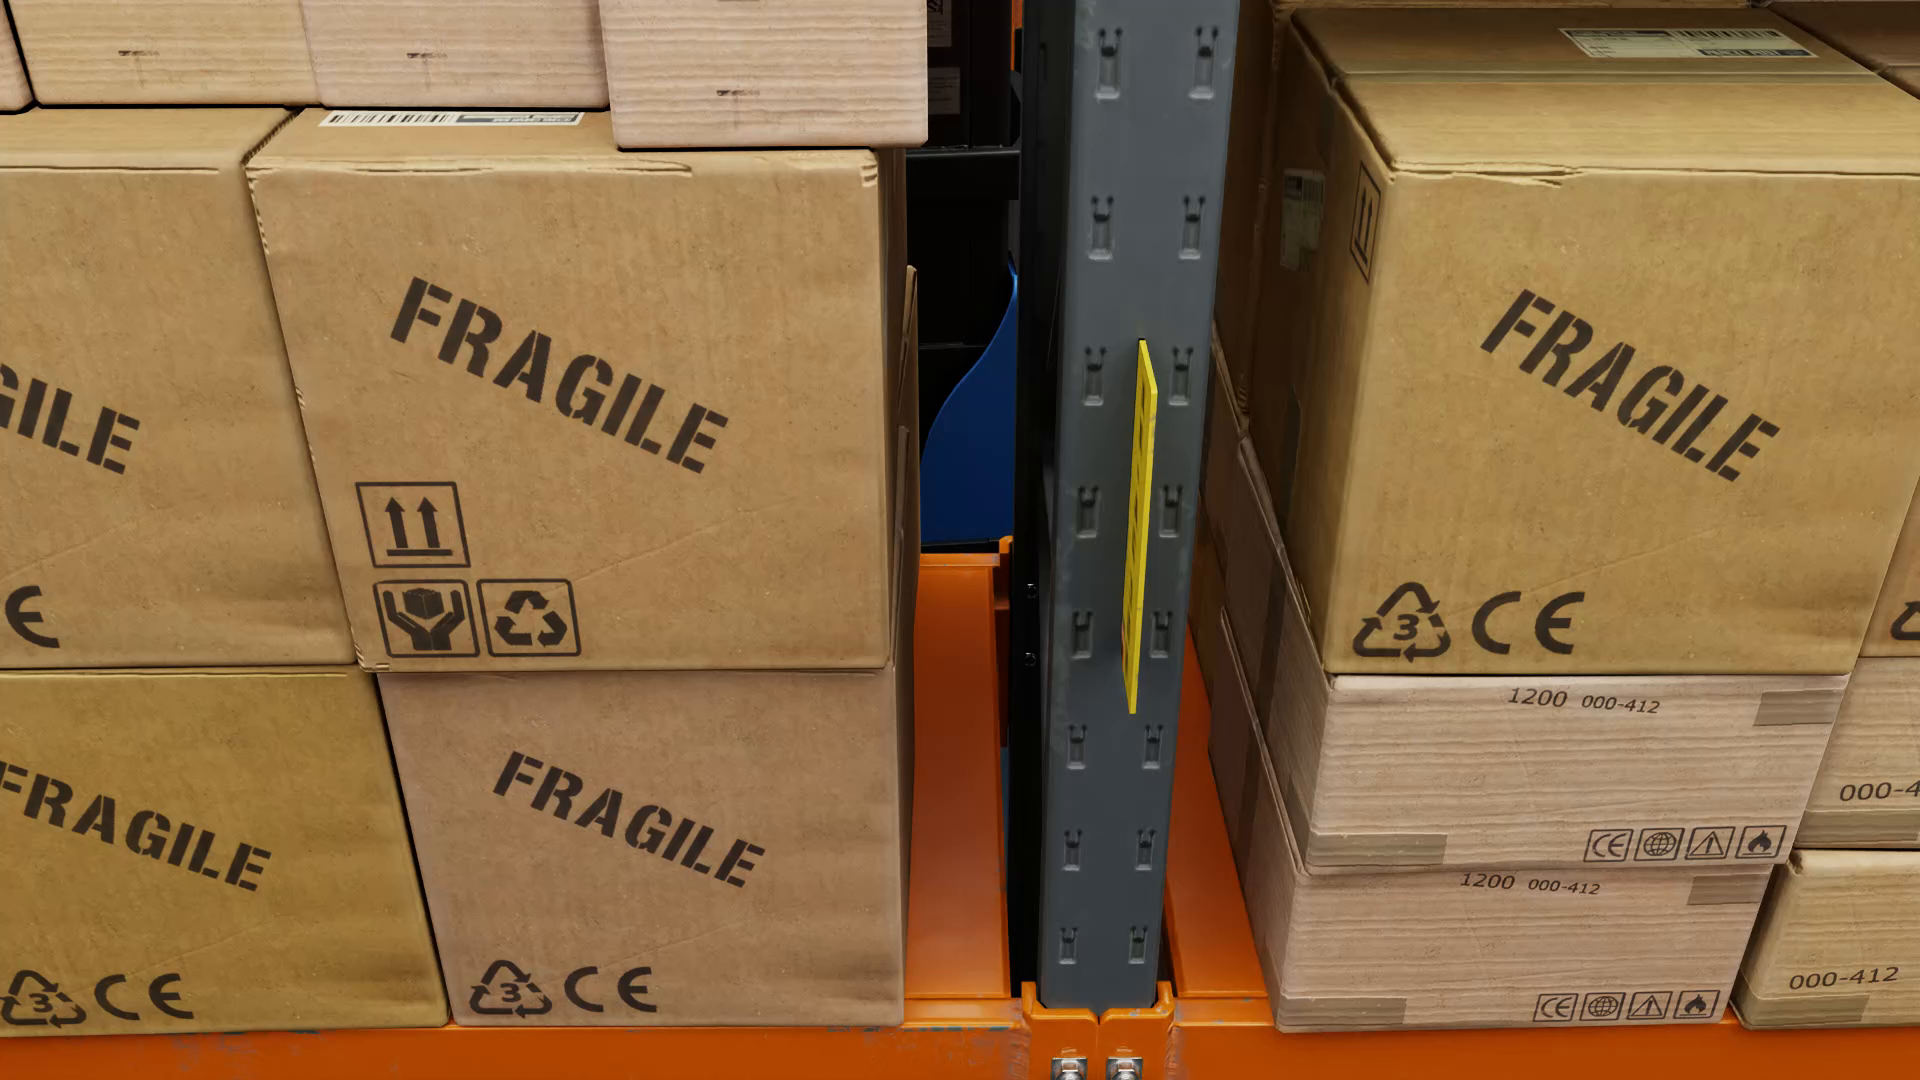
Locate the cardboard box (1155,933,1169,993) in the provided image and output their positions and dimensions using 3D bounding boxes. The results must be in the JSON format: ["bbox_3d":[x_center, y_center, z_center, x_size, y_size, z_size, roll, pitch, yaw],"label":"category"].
[{"bbox_3d":[0.770,0.795,2.691,0.875,0.875,0.875,1,31,1],"label":"cardboard box"}]

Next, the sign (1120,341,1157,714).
[{"bbox_3d":[0.155,-0.006,1.457,0.005,0.325,0.100,0,31,0],"label":"sign"}]

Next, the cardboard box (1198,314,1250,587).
[{"bbox_3d":[0.590,-0.167,2.296,0.500,0.250,0.500,0,31,0],"label":"cardboard box"}]

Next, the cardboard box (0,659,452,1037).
[{"bbox_3d":[-0.826,0.206,1.923,0.500,0.500,0.500,-1,31,-2],"label":"cardboard box"}]

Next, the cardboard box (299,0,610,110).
[{"bbox_3d":[-0.420,-0.527,1.541,0.250,0.149,0.380,1,31,1],"label":"cardboard box"}]

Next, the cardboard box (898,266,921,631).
[{"bbox_3d":[-0.320,-0.067,2.373,0.500,0.500,0.500,1,31,1],"label":"cardboard box"}]

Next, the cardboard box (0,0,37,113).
[{"bbox_3d":[-0.922,-0.521,1.532,0.250,0.149,0.380,0,31,-1],"label":"cardboard box"}]

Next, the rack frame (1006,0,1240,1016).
[{"bbox_3d":[0.150,0.108,2.180,0.053,2.616,0.949,0,31,0],"label":"rack frame"}]

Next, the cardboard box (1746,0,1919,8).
[{"bbox_3d":[1.113,-0.497,2.118,0.500,0.500,0.500,0,31,1],"label":"cardboard box"}]

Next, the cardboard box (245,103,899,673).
[{"bbox_3d":[-0.320,-0.216,1.653,0.500,0.500,0.500,0,31,-1],"label":"cardboard box"}]

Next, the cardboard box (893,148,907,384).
[{"bbox_3d":[-0.327,-0.484,2.096,0.500,0.500,0.500,0,31,0],"label":"cardboard box"}]

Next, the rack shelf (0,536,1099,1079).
[{"bbox_3d":[-1.849,0.424,2.353,4.000,0.370,1.077,0,31,0],"label":"rack shelf"}]

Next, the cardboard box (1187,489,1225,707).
[{"bbox_3d":[0.598,0.042,2.434,0.500,0.250,0.500,-1,31,-1],"label":"cardboard box"}]

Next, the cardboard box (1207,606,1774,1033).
[{"bbox_3d":[0.592,0.310,1.993,0.500,0.250,0.500,-1,31,-1],"label":"cardboard box"}]

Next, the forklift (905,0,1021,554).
[{"bbox_3d":[-0.622,-1.217,4.431,3.031,2.935,1.130,-3,31,-5],"label":"forklift"}]

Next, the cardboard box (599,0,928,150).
[{"bbox_3d":[-0.156,-0.472,1.450,0.250,0.149,0.380,-1,31,-1],"label":"cardboard box"}]

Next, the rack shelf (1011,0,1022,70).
[{"bbox_3d":[2.117,-2.163,6.618,4.000,0.370,1.077,0,31,0],"label":"rack shelf"}]

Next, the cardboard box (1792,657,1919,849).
[{"bbox_3d":[1.113,0.089,1.874,0.500,0.250,0.500,0,31,0],"label":"cardboard box"}]

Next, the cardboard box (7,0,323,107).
[{"bbox_3d":[-0.669,-0.531,1.548,0.250,0.149,0.380,0,31,0],"label":"cardboard box"}]

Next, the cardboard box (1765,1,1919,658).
[{"bbox_3d":[1.101,-0.228,1.675,0.500,0.500,0.500,0,31,-1],"label":"cardboard box"}]

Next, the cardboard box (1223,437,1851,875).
[{"bbox_3d":[0.592,0.105,1.847,0.500,0.250,0.500,-1,31,-2],"label":"cardboard box"}]

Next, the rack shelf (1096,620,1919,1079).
[{"bbox_3d":[2.150,0.411,2.374,4.000,0.370,1.077,0,31,0],"label":"rack shelf"}]

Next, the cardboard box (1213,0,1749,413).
[{"bbox_3d":[0.596,-0.492,2.109,0.500,0.500,0.500,1,31,1],"label":"cardboard box"}]

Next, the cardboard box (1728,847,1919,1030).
[{"bbox_3d":[1.110,0.307,1.996,0.500,0.250,0.500,-1,31,-2],"label":"cardboard box"}]

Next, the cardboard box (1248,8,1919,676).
[{"bbox_3d":[0.592,-0.213,1.648,0.500,0.500,0.500,0,31,0],"label":"cardboard box"}]

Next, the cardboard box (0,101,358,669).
[{"bbox_3d":[-0.827,-0.218,1.658,0.500,0.500,0.500,-1,31,-1],"label":"cardboard box"}]

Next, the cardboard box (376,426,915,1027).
[{"bbox_3d":[-0.312,0.201,1.930,0.500,0.500,0.500,0,31,0],"label":"cardboard box"}]
